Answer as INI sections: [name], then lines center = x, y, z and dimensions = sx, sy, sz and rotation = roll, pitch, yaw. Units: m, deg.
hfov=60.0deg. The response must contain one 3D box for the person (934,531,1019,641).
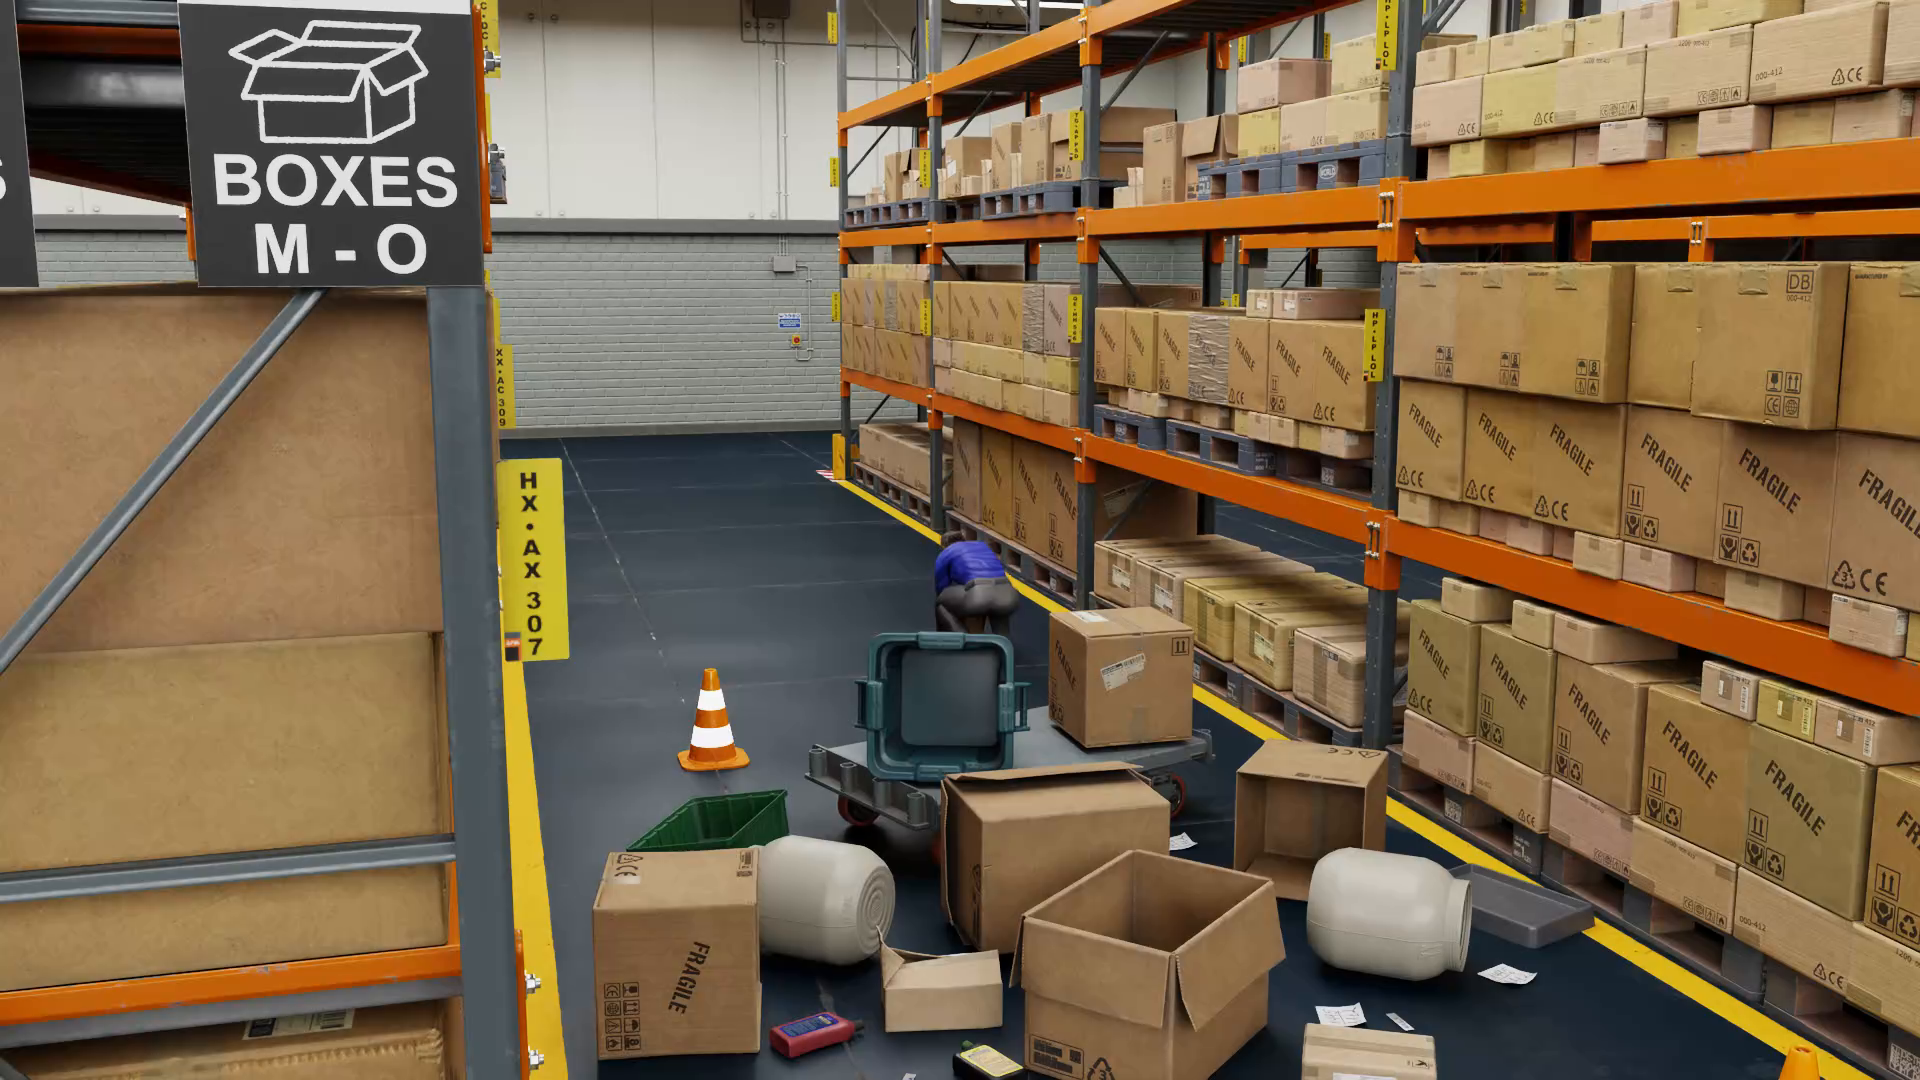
[person]
center = 0.084, 0.372, 10.672
dimensions = 0.472, 0.807, 0.844
rotation = -3, 10, -17
